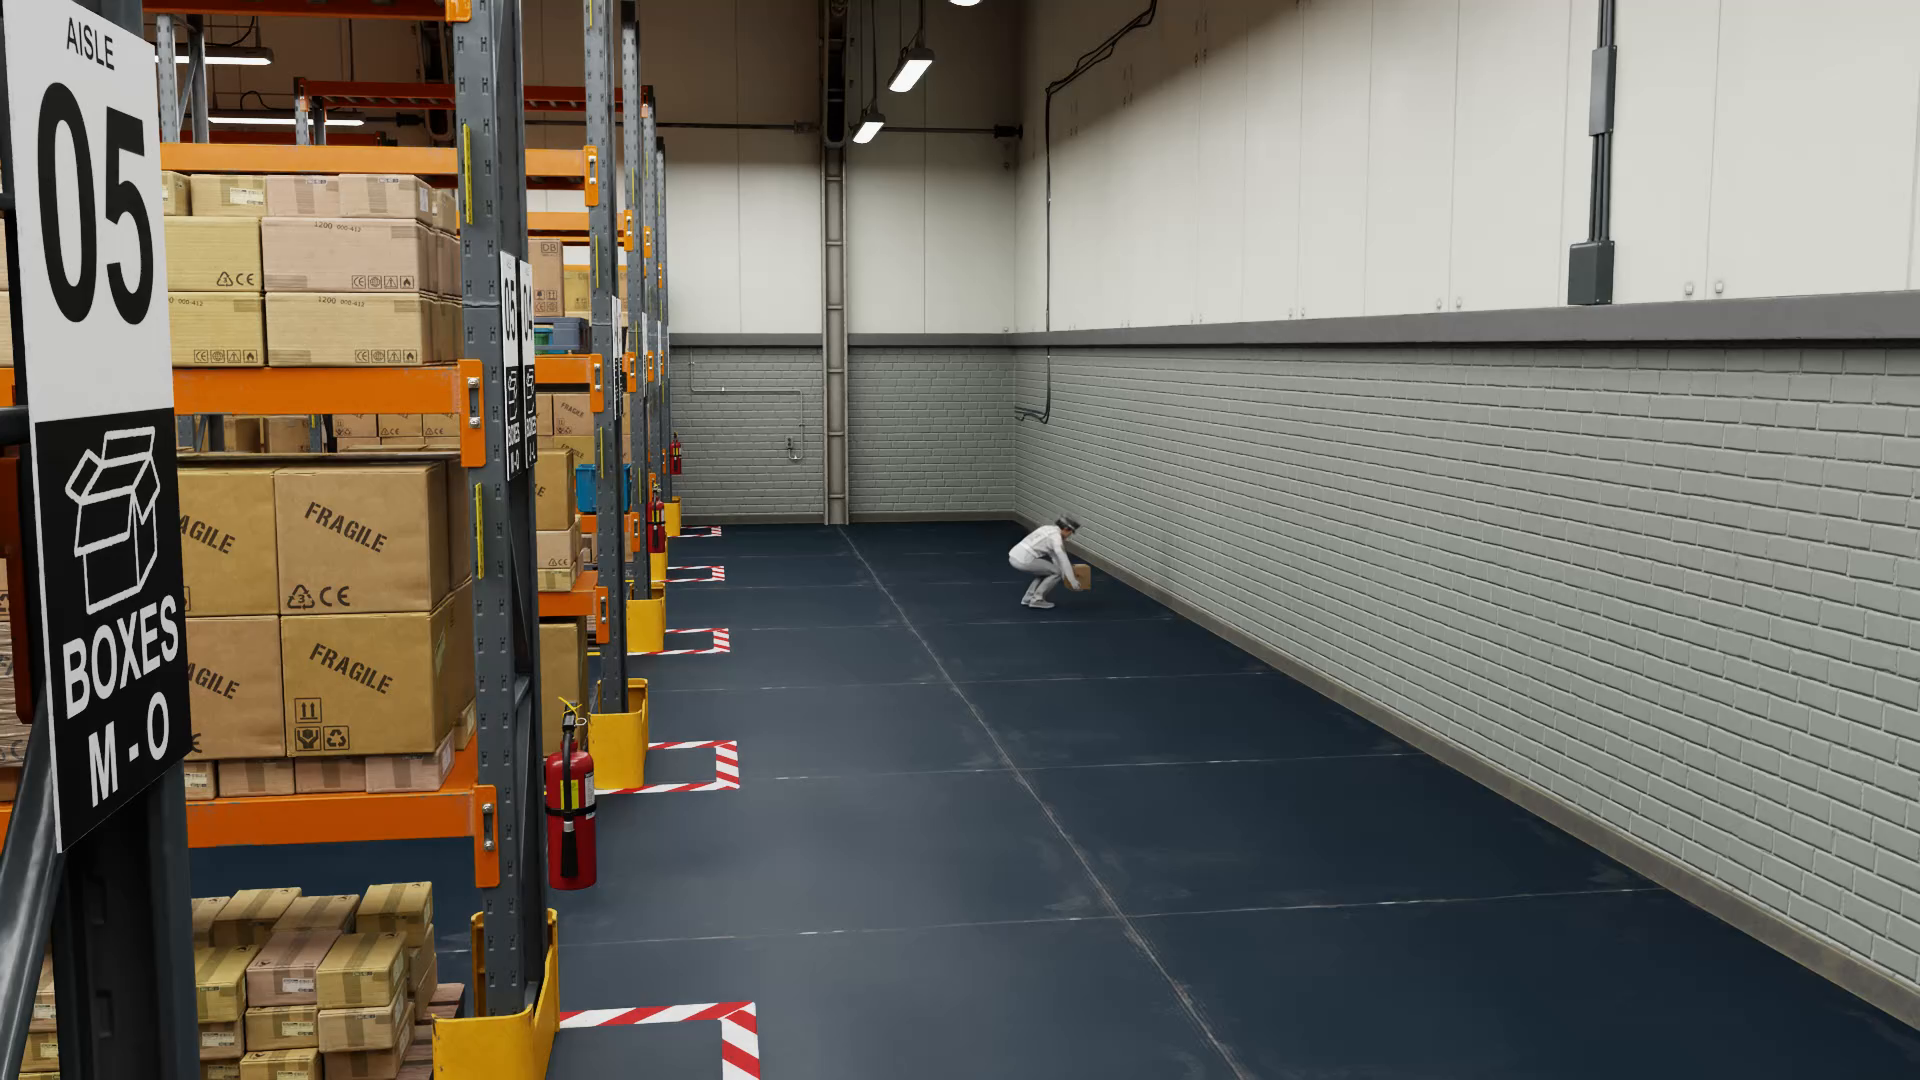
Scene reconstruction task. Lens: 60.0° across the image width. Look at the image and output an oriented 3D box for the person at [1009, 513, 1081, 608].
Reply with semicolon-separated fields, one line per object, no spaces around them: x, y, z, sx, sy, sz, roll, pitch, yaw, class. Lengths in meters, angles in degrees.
0.948;0.226;18.525;0.819;1.036;0.497;-1;7;-9;person
